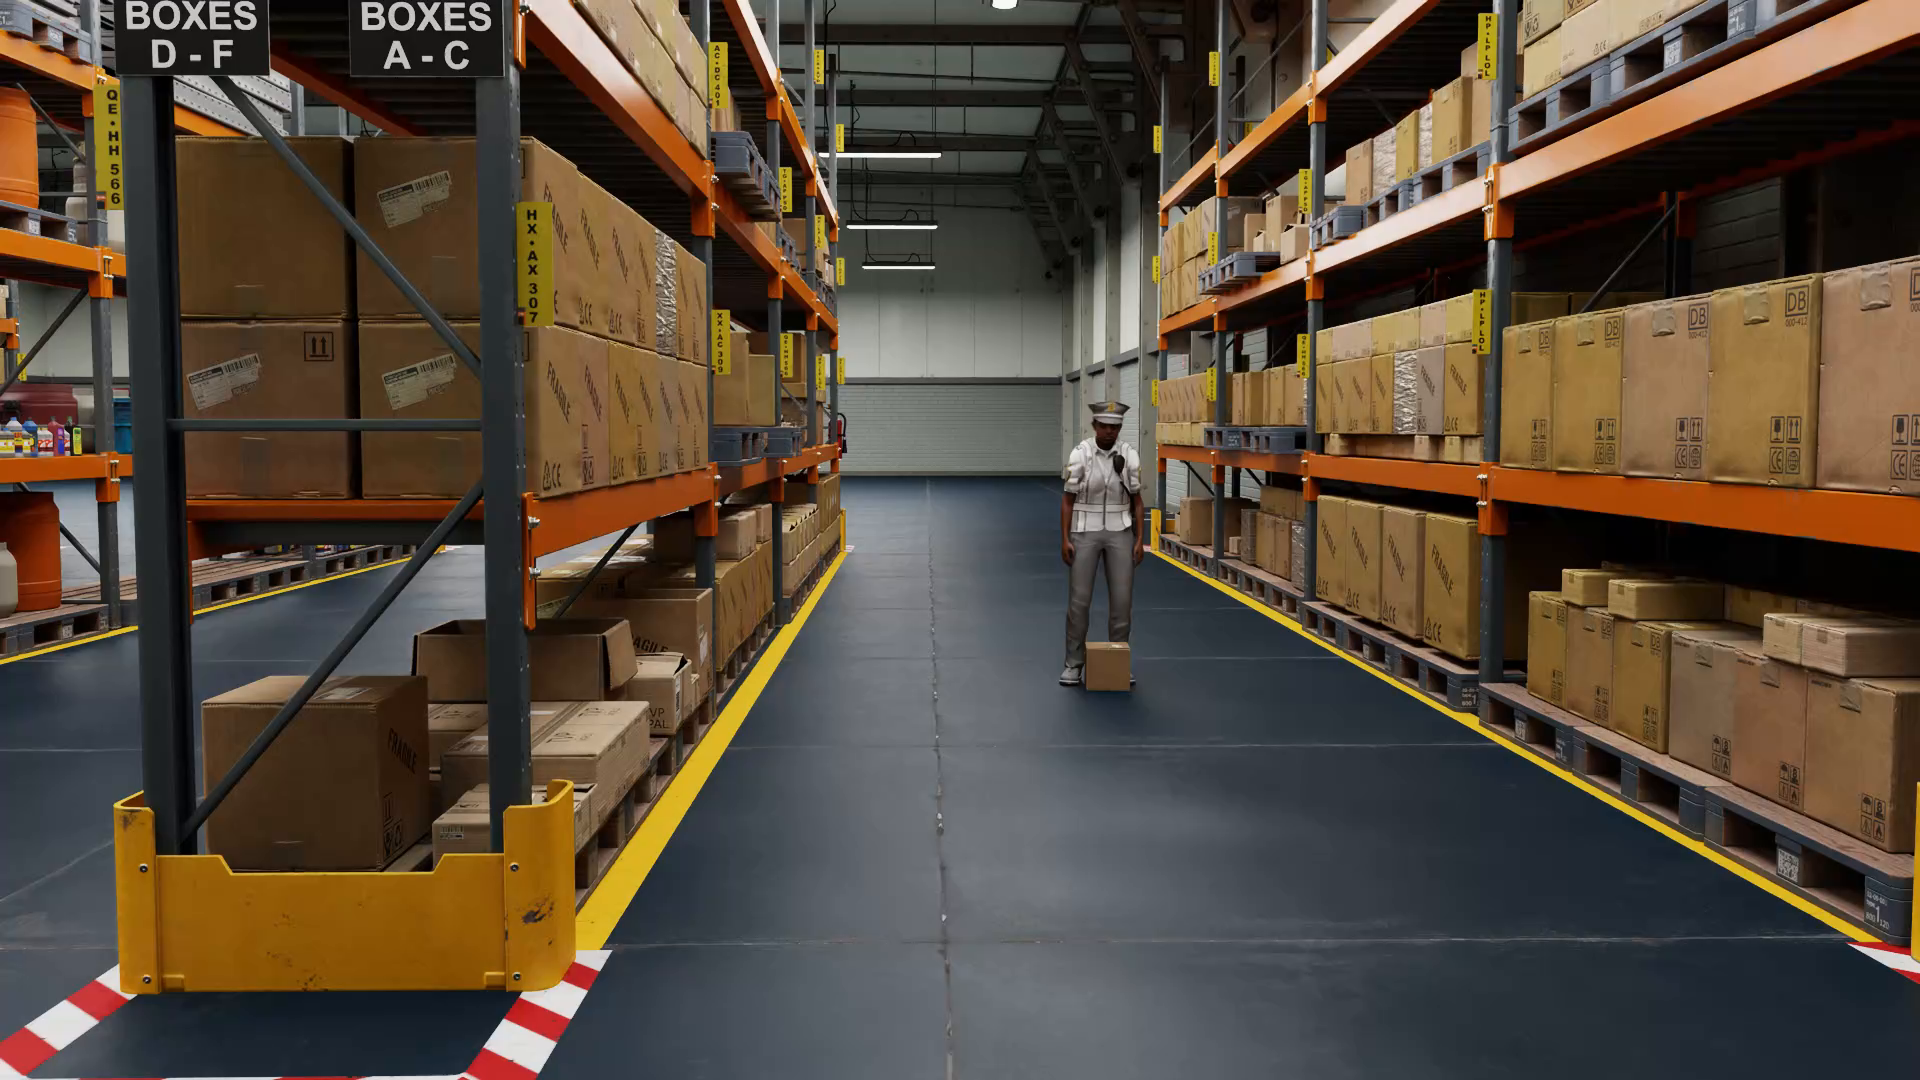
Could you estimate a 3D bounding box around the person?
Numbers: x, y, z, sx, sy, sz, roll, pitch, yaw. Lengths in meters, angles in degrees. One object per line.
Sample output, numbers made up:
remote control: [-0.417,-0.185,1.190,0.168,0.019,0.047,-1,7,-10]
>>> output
person: [0.834,0.013,9.806,0.509,1.658,0.397,0,4,-2]
